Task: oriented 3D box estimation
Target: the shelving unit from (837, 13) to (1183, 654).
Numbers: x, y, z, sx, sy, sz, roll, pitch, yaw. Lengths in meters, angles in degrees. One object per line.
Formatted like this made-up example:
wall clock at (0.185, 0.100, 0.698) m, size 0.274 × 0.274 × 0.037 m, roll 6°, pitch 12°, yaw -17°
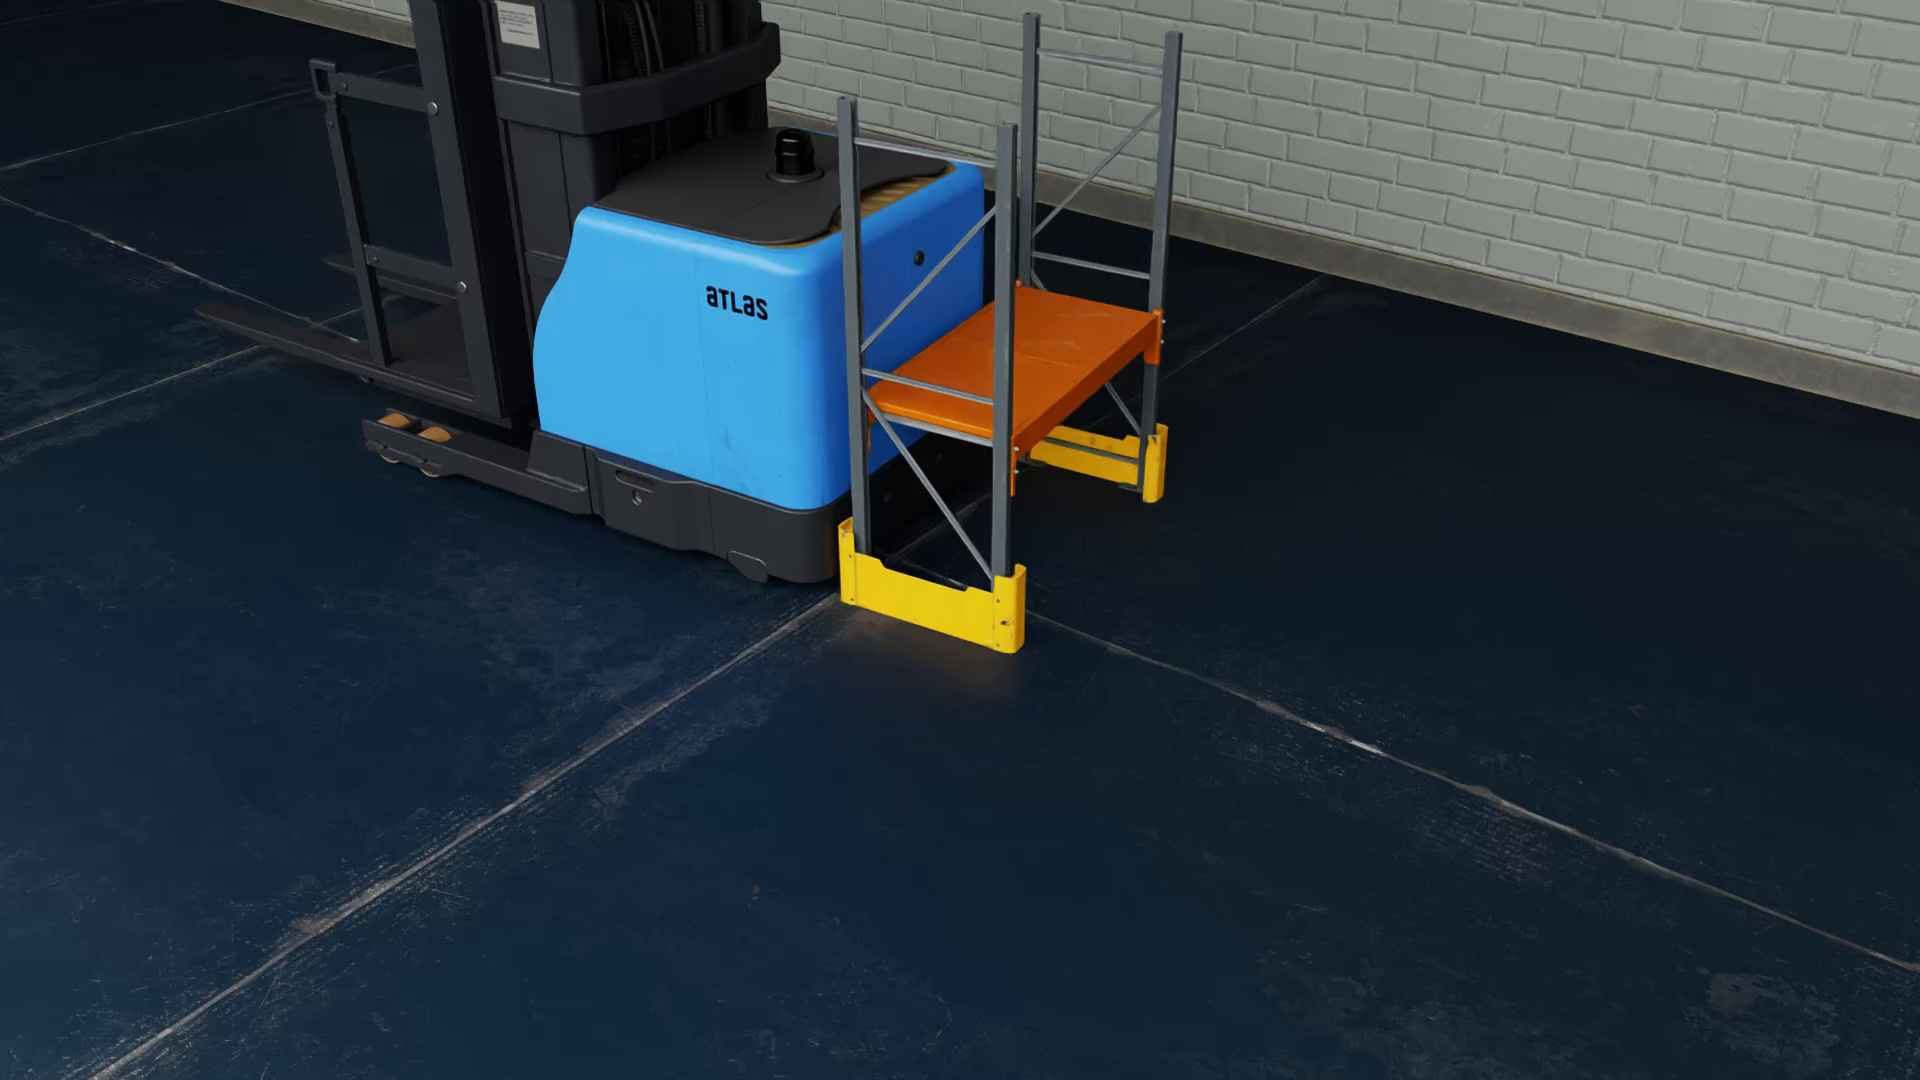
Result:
shelving unit at (0.159, -0.632, 4.845) m, size 0.587 × 1.500 × 1.083 m, roll 16°, pitch 34°, yaw 25°

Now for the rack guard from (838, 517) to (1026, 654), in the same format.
rack guard at (-0.085, 0.127, 4.790) m, size 0.587 × 0.250 × 0.087 m, roll 16°, pitch 34°, yaw 25°

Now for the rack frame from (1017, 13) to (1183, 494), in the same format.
rack frame at (0.413, -0.862, 5.233) m, size 0.500 × 1.500 × 0.032 m, roll 16°, pitch 34°, yaw 25°

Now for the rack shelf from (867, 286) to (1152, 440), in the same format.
rack shelf at (0.164, -0.539, 4.910) m, size 0.459 × 0.026 × 0.952 m, roll 16°, pitch 34°, yaw 25°

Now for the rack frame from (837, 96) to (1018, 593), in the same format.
rack frame at (-0.086, -0.410, 4.471) m, size 0.500 × 1.500 × 0.032 m, roll 16°, pitch 34°, yaw 25°

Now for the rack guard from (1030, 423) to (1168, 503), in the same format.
rack guard at (0.403, -0.316, 5.537) m, size 0.587 × 0.250 × 0.087 m, roll 16°, pitch 34°, yaw 25°
